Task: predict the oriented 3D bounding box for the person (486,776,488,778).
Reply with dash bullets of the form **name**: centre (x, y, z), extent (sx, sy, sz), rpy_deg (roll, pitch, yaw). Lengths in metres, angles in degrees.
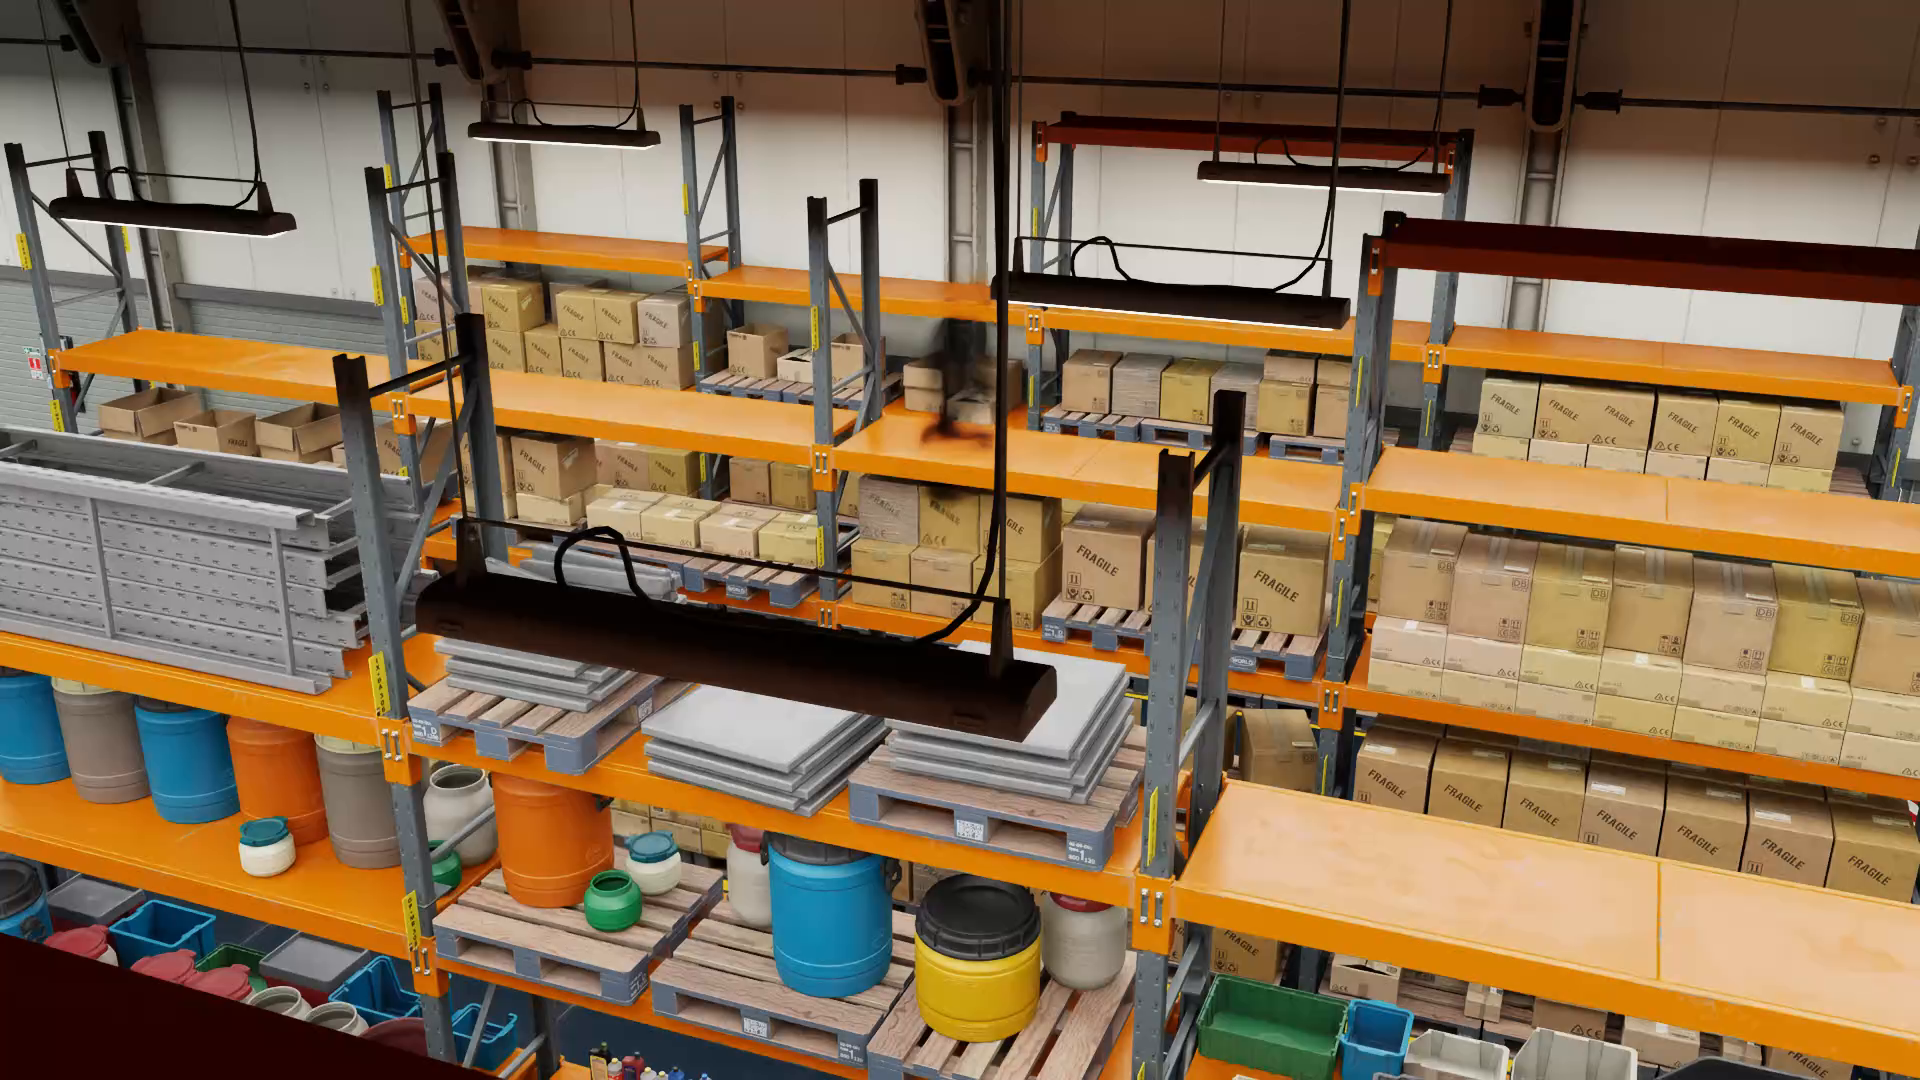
- **person**: centre (-3.488, 2.660, 13.121), extent (0.765, 1.697, 0.678), rpy_deg (7, 22, 17)
